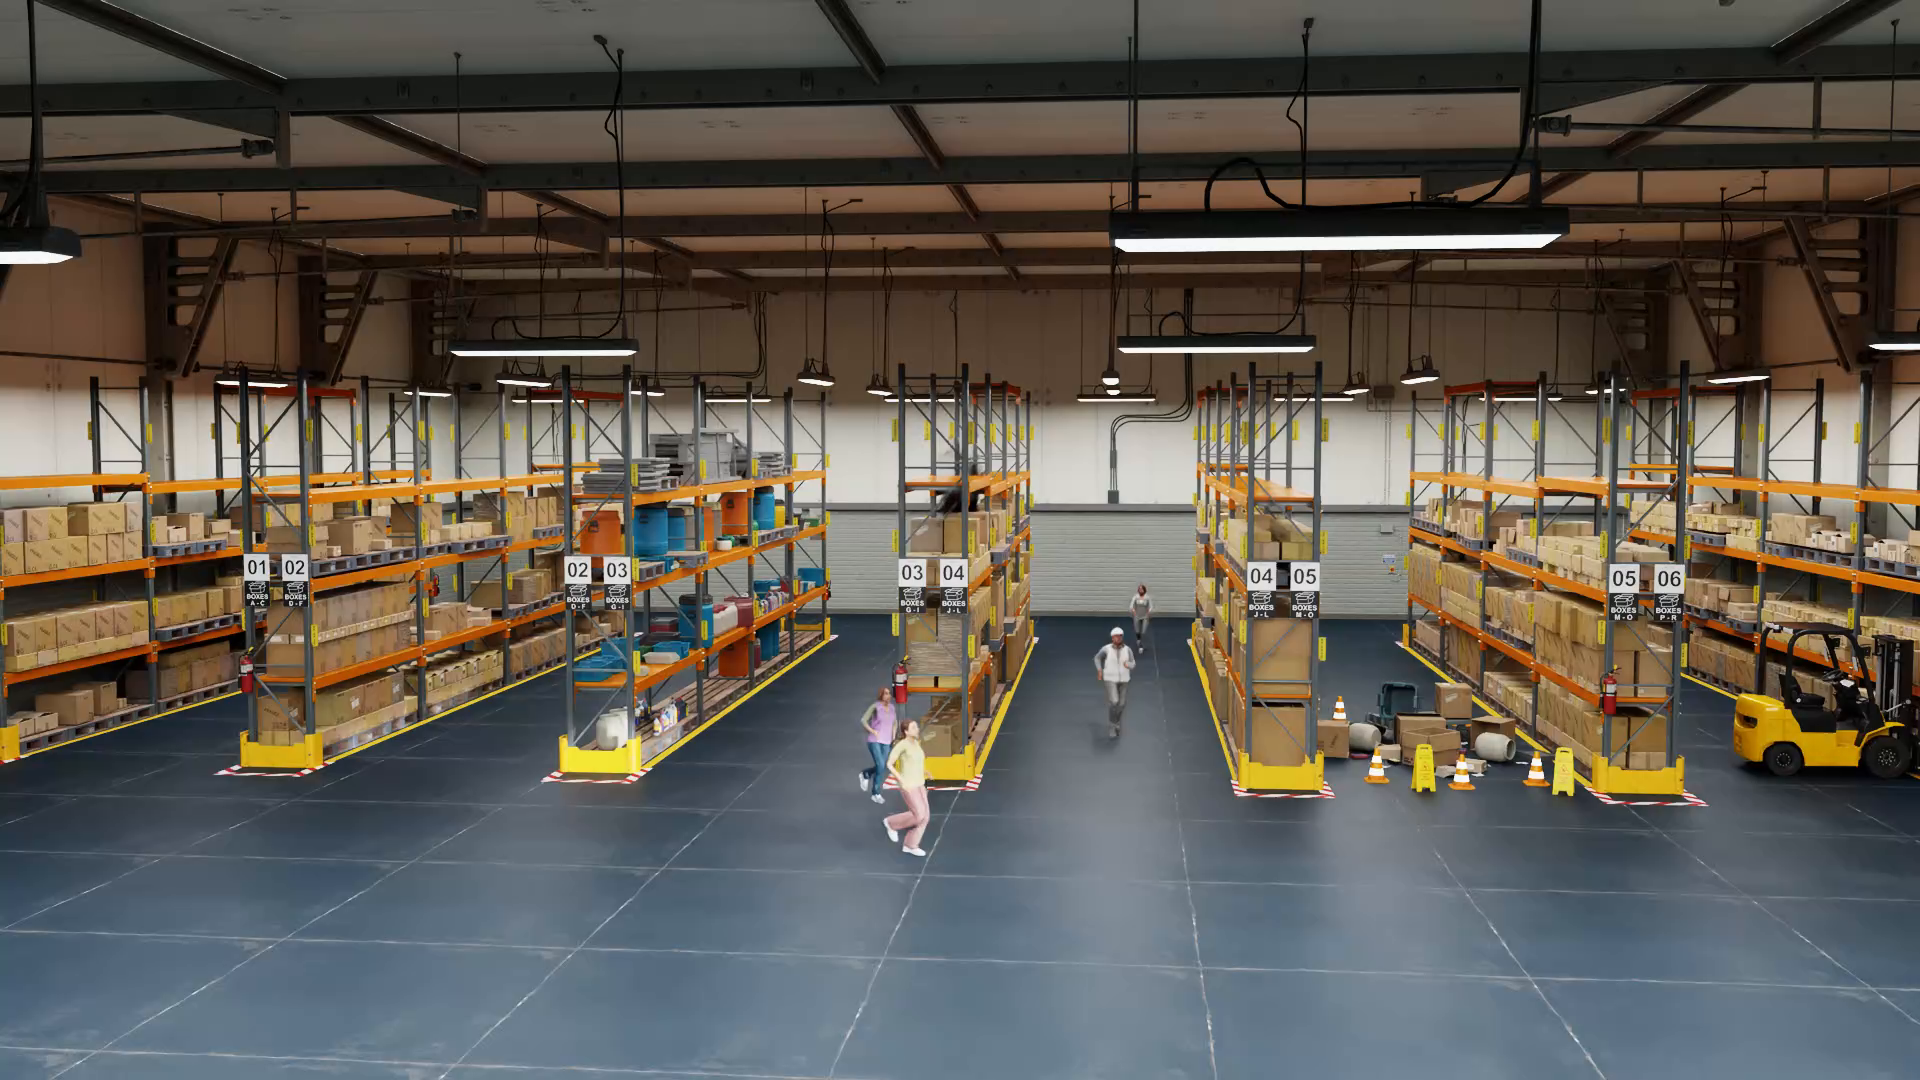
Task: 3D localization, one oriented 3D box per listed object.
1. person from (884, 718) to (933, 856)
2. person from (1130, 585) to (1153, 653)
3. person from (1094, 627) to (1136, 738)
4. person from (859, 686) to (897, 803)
[{"bbox_3d":[-0.614,2.927,19.810,0.561,1.629,0.582,2,4,33],"label":"person"},{"bbox_3d":[4.146,1.809,38.069,0.520,1.541,0.518,1,4,12],"label":"person"},{"bbox_3d":[2.589,2.358,27.512,0.625,1.827,0.748,-1,4,-13],"label":"person"},{"bbox_3d":[-1.123,2.781,22.833,0.580,1.562,0.629,-3,5,-36],"label":"person"}]
